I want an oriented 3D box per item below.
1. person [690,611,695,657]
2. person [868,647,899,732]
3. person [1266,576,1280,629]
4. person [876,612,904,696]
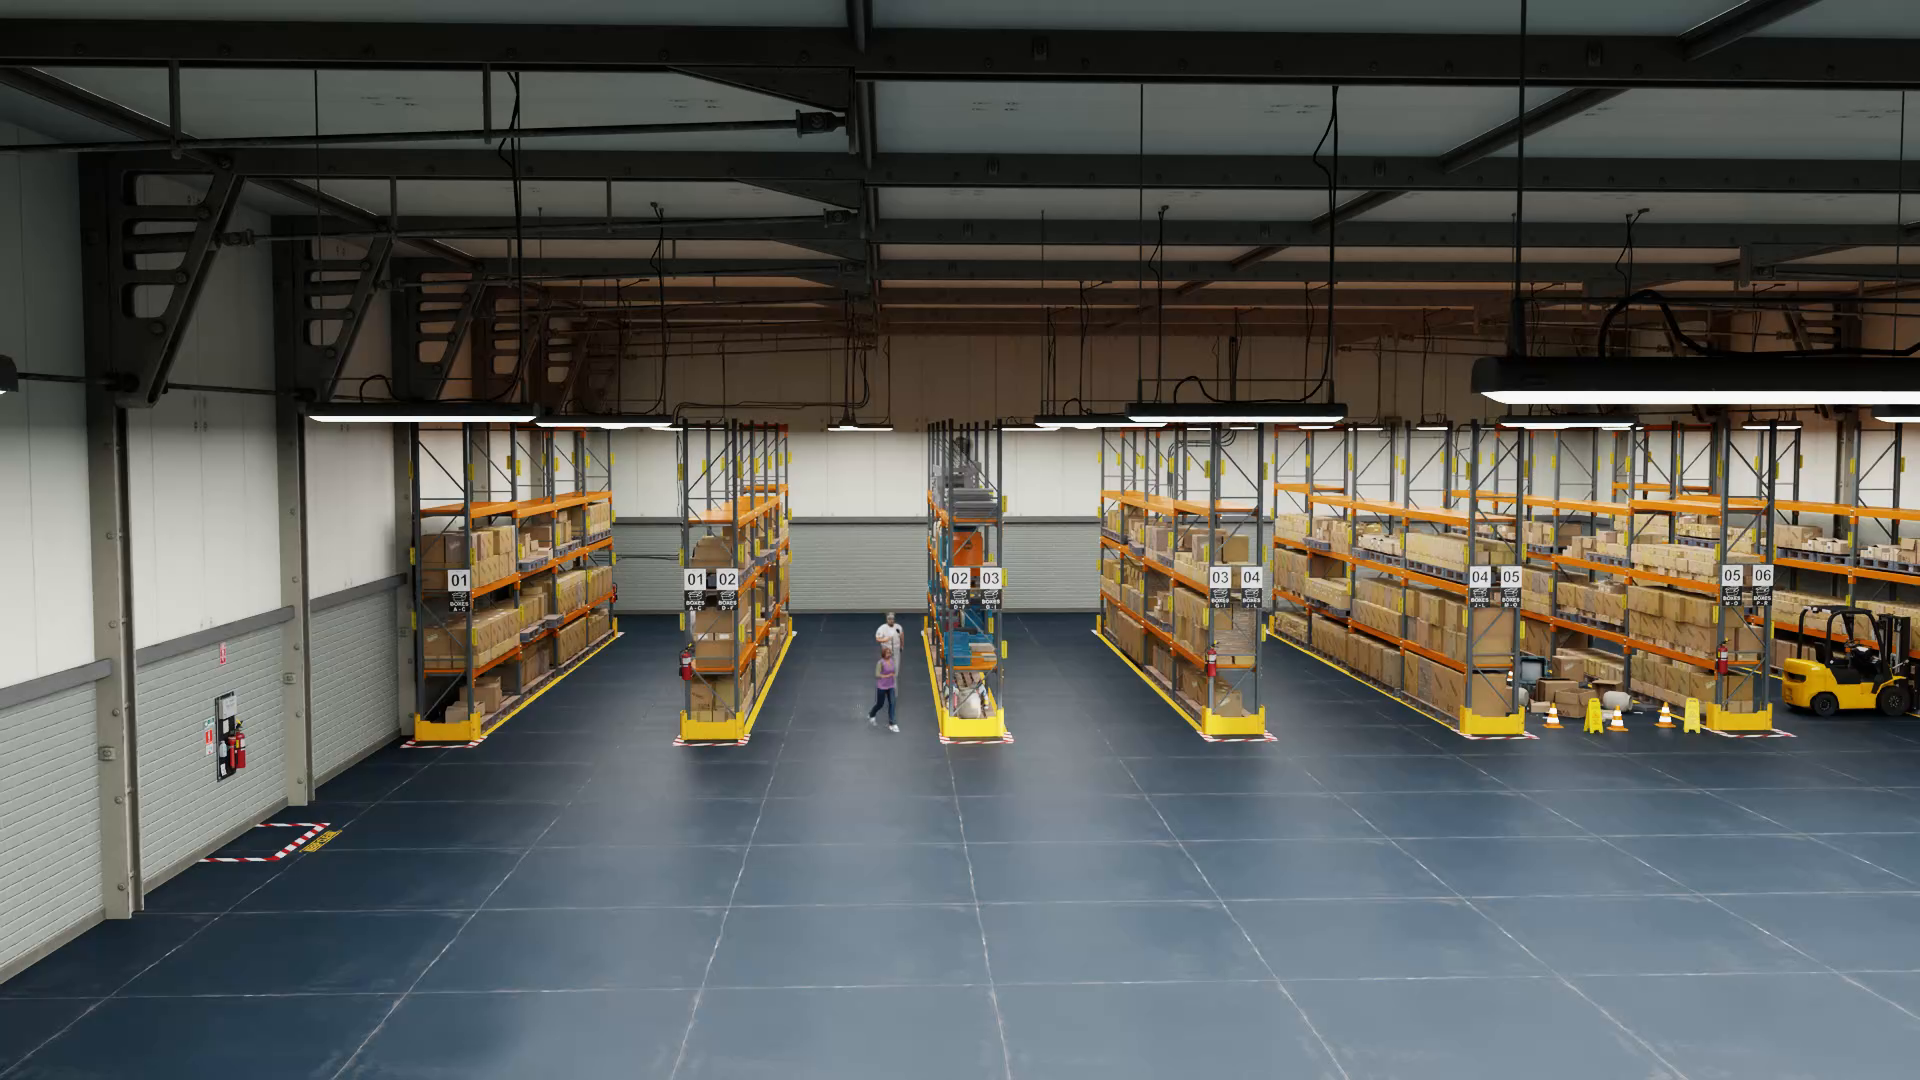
[{"bbox_3d":[-6.433,2.328,40.621,0.583,1.676,0.824,0,4,-7],"label":"person"},{"bbox_3d":[-1.454,2.849,31.974,0.534,1.593,0.890,-3,5,-39],"label":"person"},{"bbox_3d":[9.288,1.824,48.763,0.711,1.592,0.533,-1,4,-11],"label":"person"},{"bbox_3d":[-1.537,2.472,36.585,0.650,1.795,0.959,-1,4,-10],"label":"person"}]
